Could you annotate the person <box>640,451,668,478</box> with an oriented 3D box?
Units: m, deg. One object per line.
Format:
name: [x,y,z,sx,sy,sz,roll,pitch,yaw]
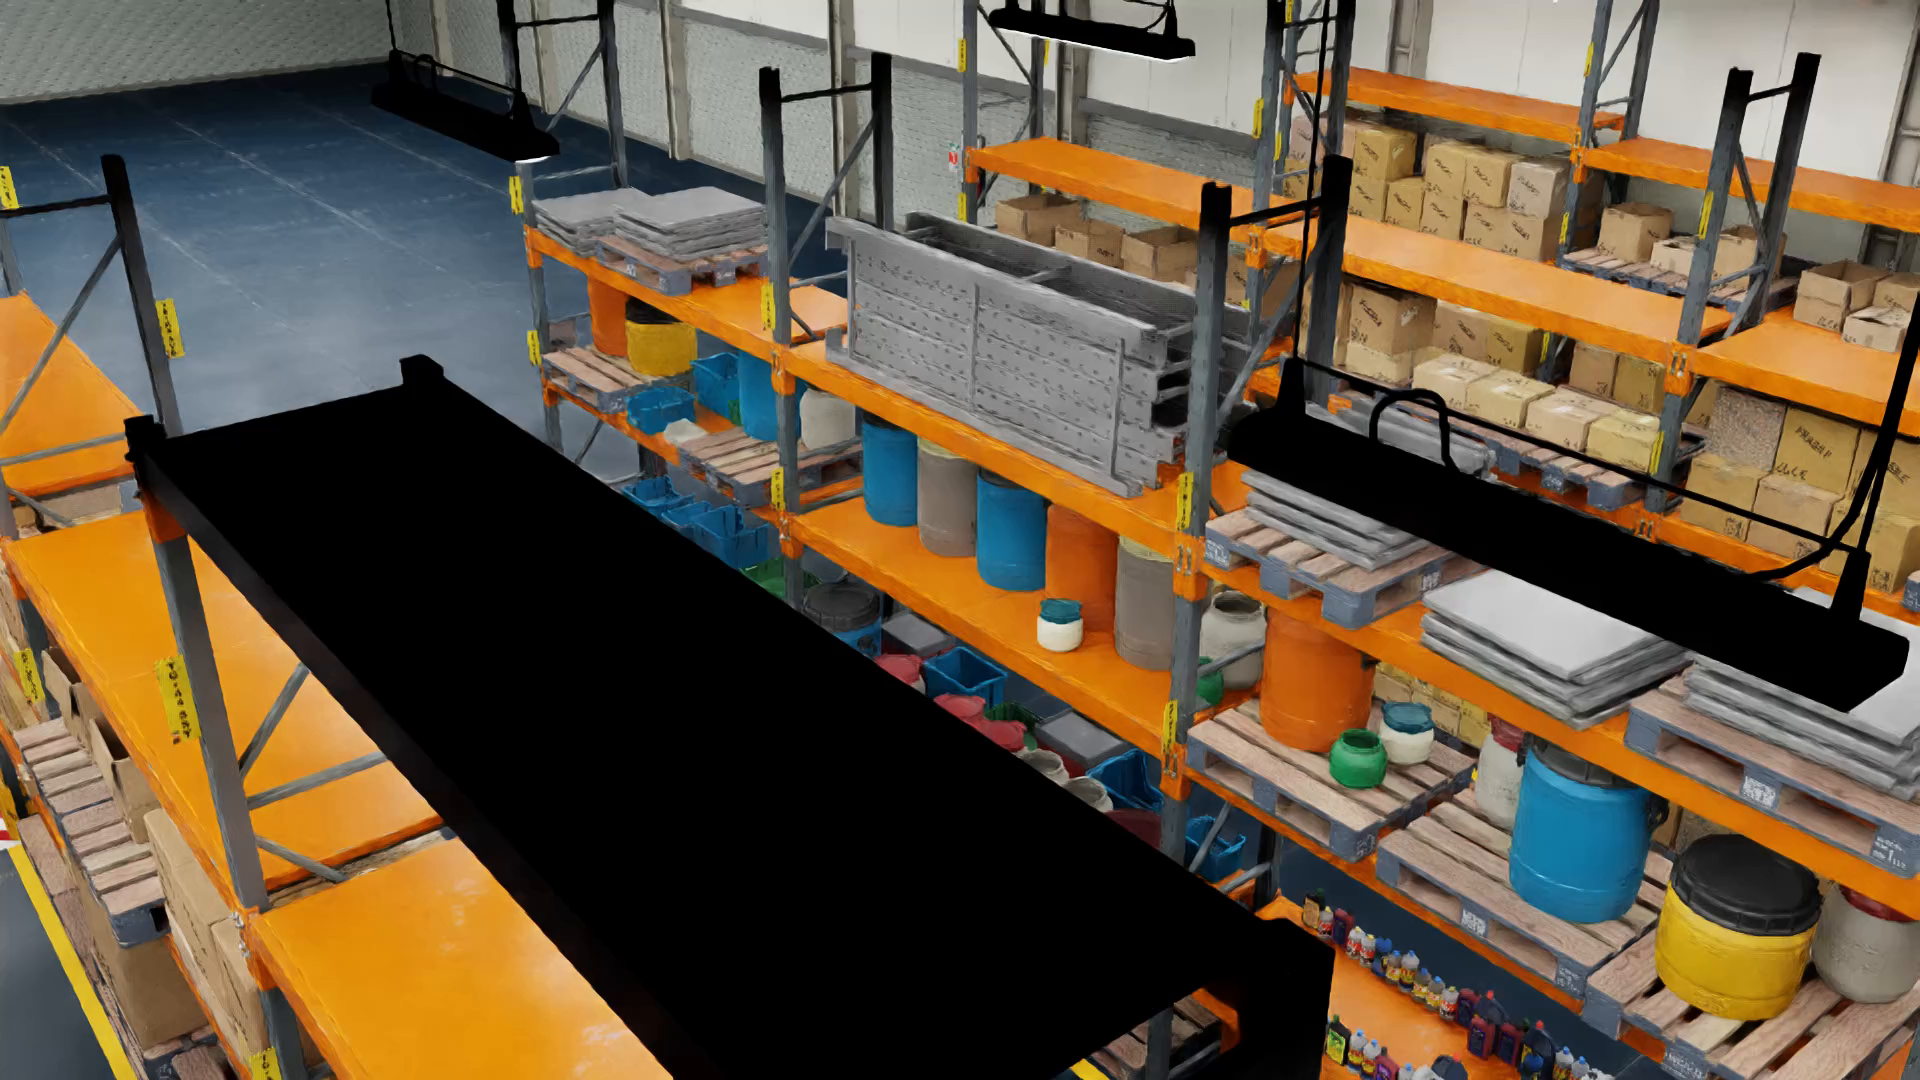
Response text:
person: [-3.286,-1.424,19.401,0.844,1.565,0.682,17,30,31]
